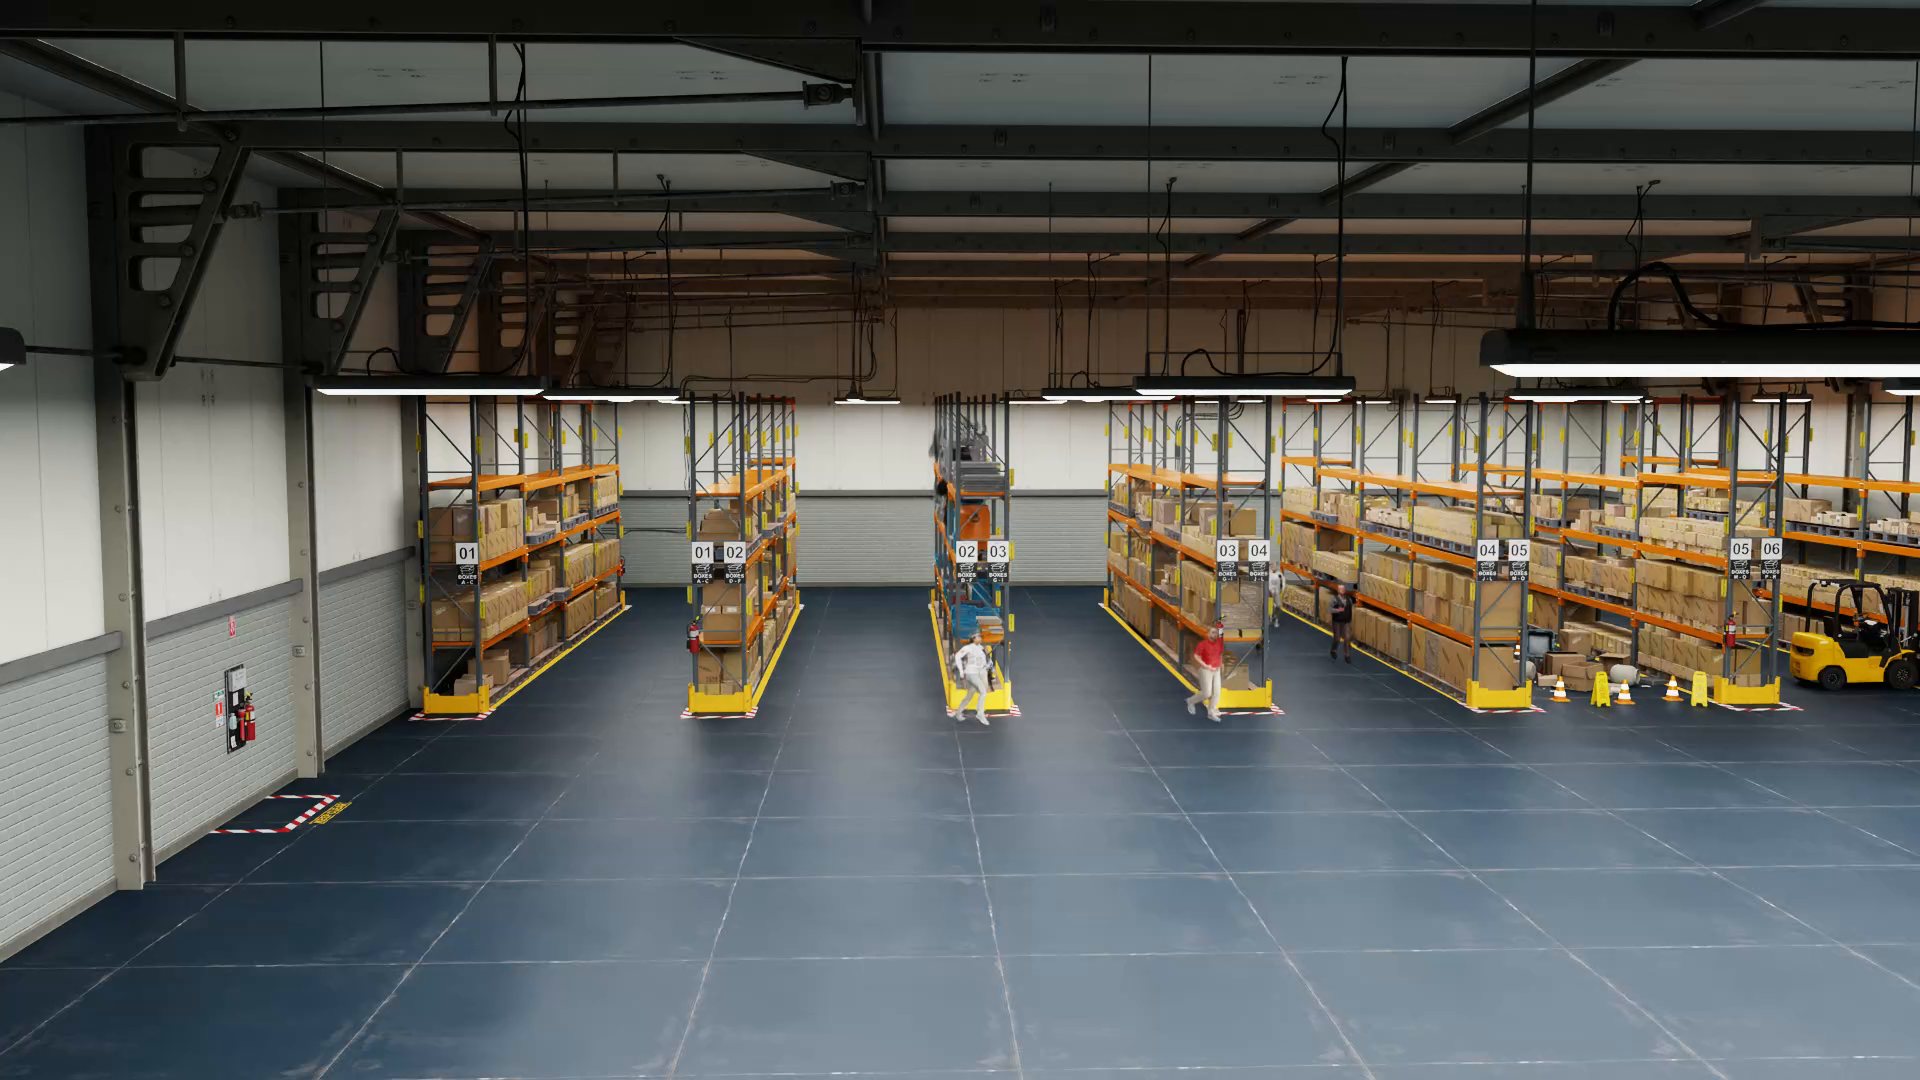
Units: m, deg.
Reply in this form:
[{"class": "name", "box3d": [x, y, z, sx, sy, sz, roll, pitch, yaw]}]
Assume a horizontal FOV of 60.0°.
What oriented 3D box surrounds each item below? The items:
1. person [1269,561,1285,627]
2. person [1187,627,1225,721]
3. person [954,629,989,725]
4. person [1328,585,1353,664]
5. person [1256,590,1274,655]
[{"class": "person", "box3d": [8.213, 1.417, 43.426, 0.623, 1.743, 0.707, 0, 5, 1]}, {"class": "person", "box3d": [4.554, 2.443, 30.563, 0.692, 1.716, 0.736, -3, 6, -36]}, {"class": "person", "box3d": [0.286, 2.454, 30.124, 0.775, 1.685, 0.583, 3, 5, 32]}, {"class": "person", "box3d": [8.511, 1.855, 37.080, 0.656, 1.714, 0.939, 0, 5, -6]}, {"class": "person", "box3d": [6.932, 1.762, 38.592, 0.736, 1.747, 0.664, 0, 5, -6]}]
